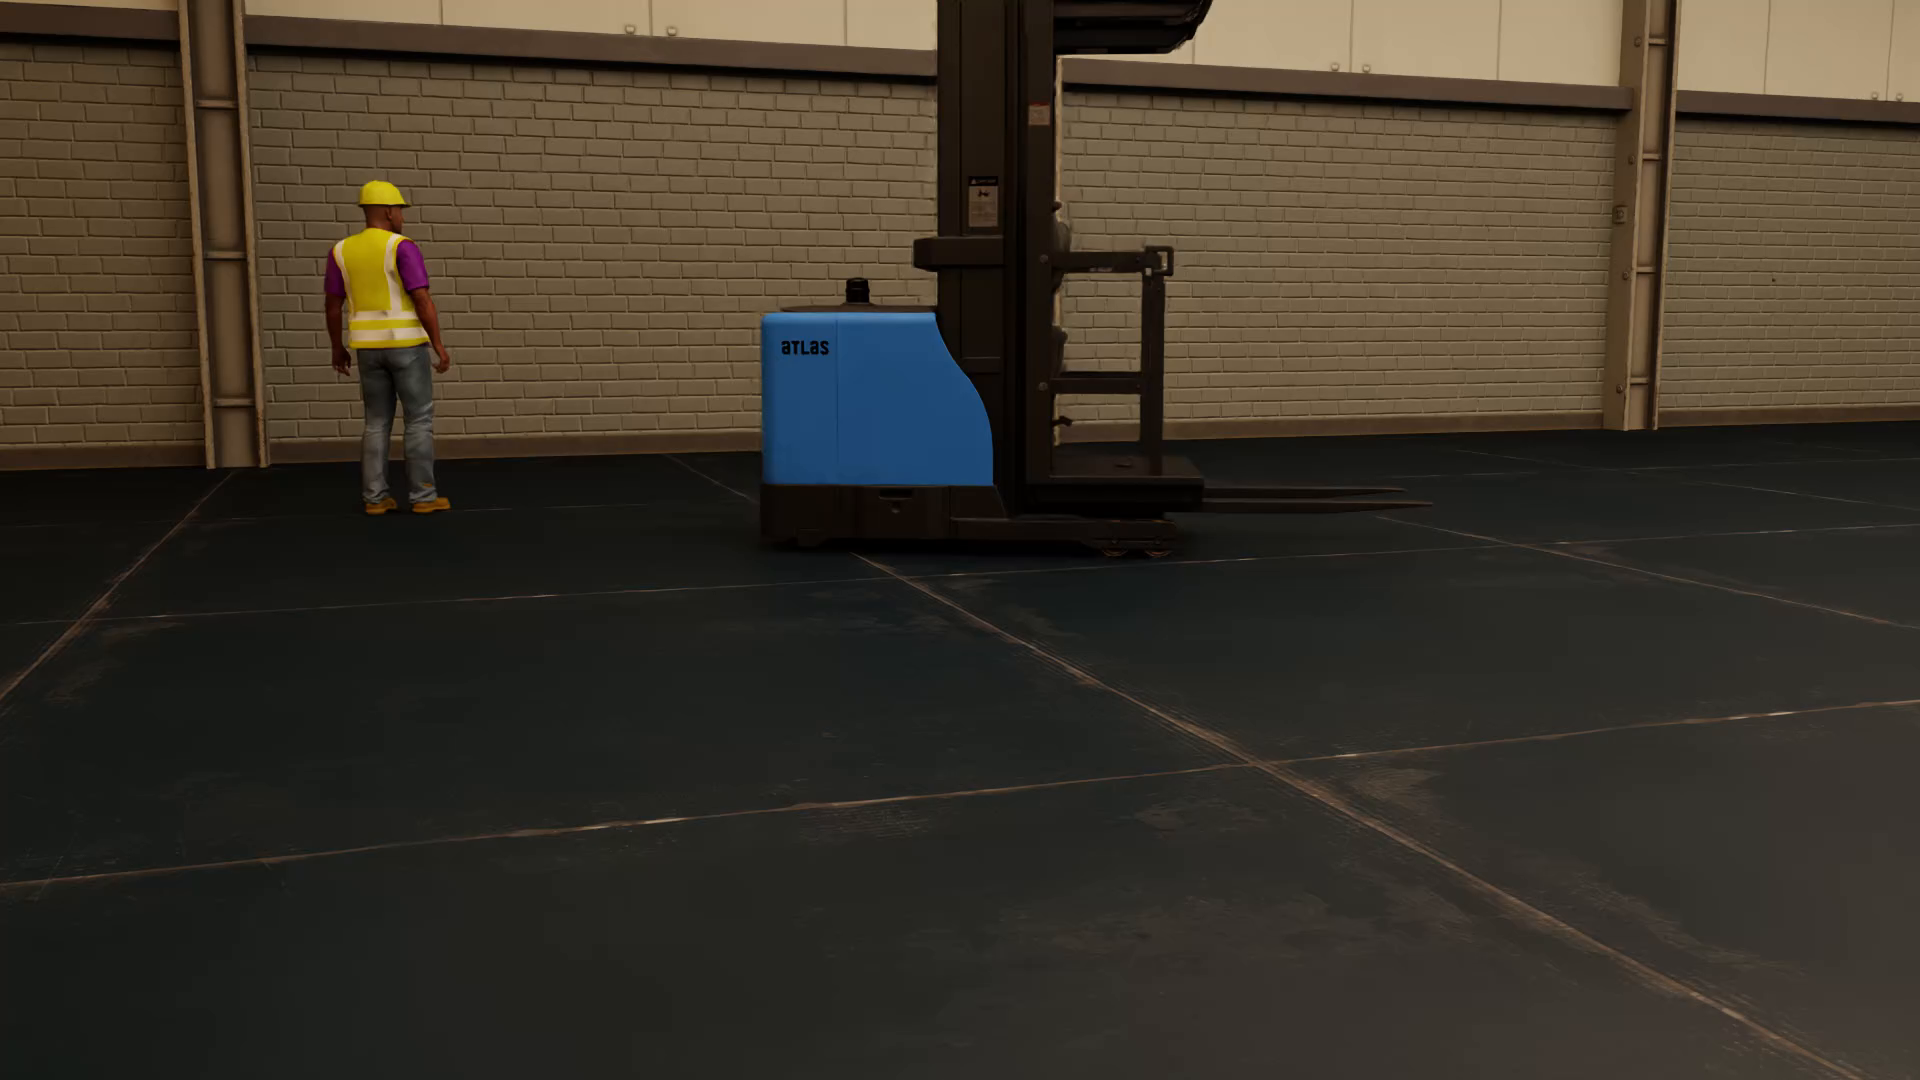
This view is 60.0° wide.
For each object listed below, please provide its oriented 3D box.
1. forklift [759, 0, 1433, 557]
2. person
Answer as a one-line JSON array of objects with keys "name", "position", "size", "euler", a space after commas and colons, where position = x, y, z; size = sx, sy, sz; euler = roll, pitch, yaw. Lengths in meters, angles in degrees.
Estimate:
[{"name": "forklift", "position": [0.631, -1.450, 7.706], "size": [3.031, 2.935, 1.130], "euler": [0, 8, 4]}, {"name": "person", "position": [-3.034, -1.026, 8.931], "size": [0.687, 1.768, 0.419], "euler": [1, 8, 10]}]
